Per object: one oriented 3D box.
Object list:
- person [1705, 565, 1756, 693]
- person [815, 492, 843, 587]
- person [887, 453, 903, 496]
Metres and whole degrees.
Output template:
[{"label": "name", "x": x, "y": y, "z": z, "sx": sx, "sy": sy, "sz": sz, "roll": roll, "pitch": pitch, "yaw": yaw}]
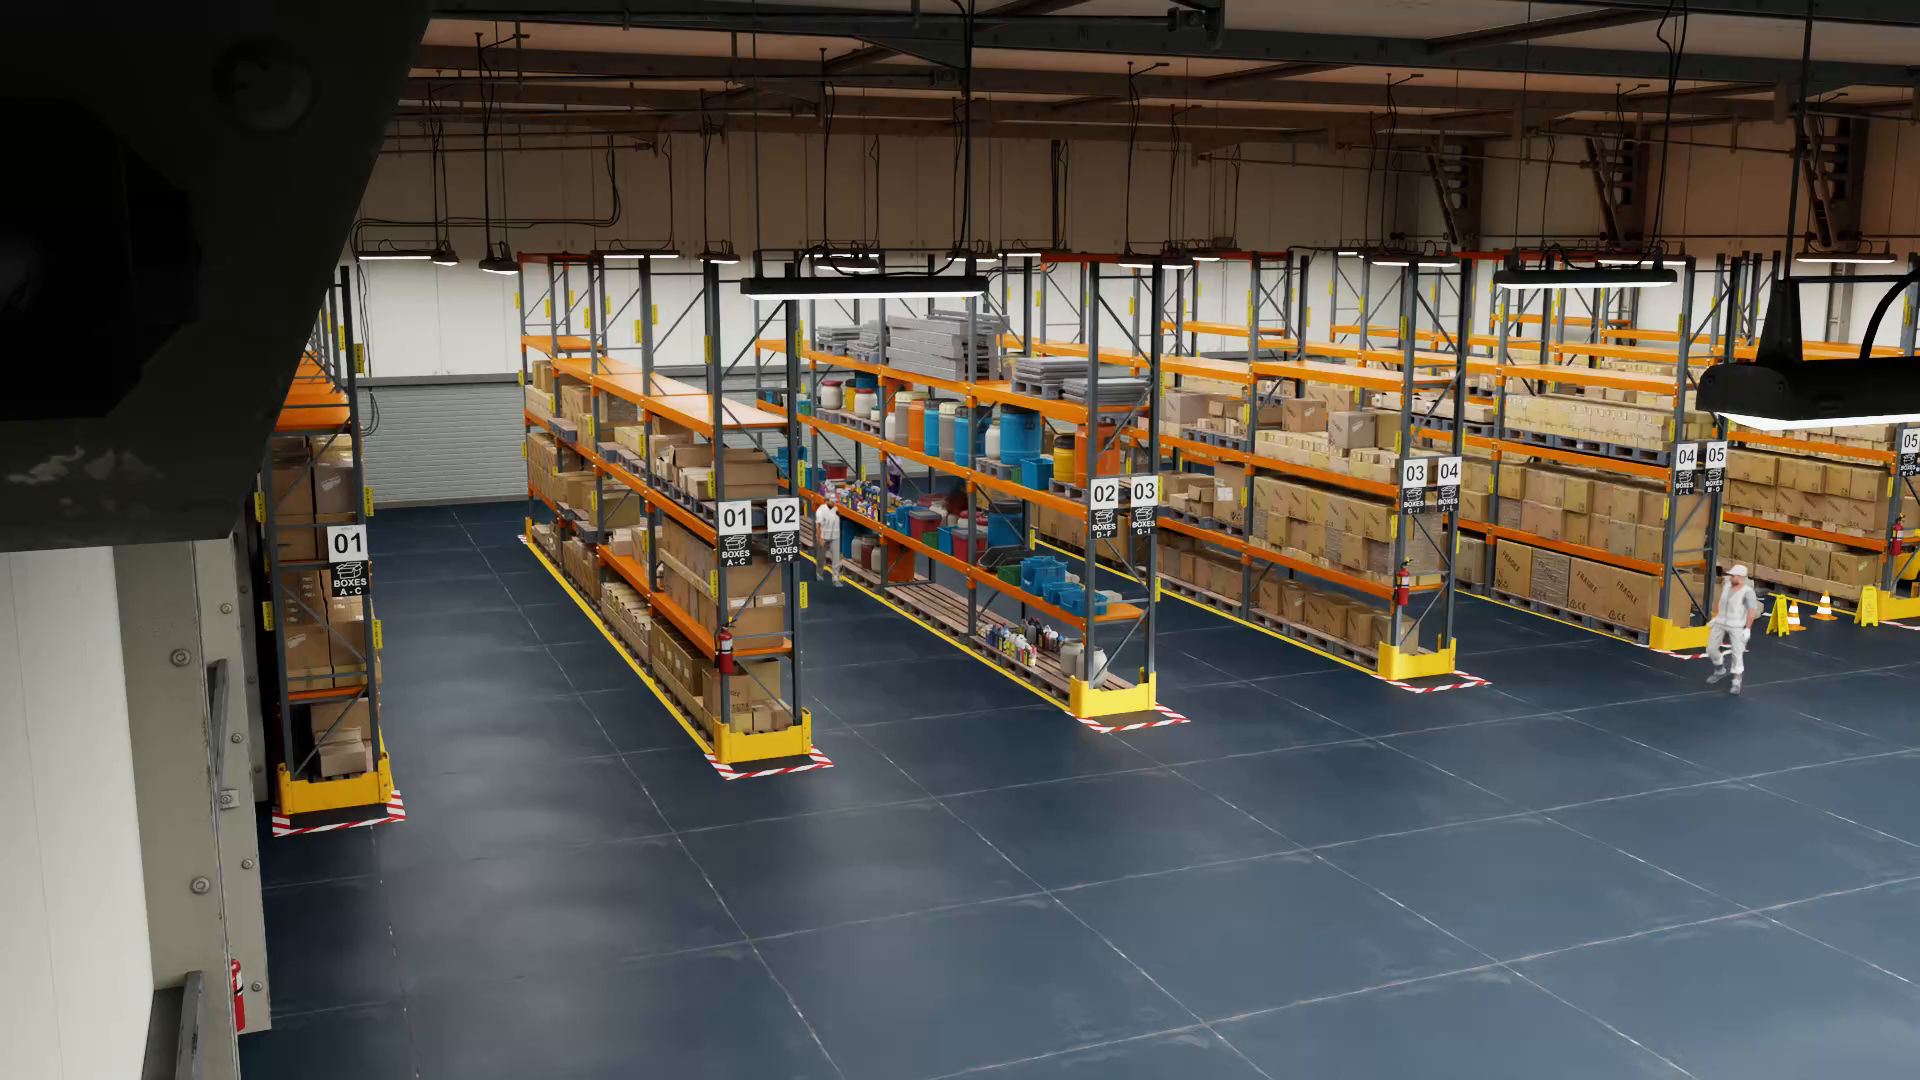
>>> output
[{"label": "person", "x": 10.812, "y": 1.220, "z": 23.345, "sx": 0.502, "sy": 1.789, "sz": 0.624, "roll": -9, "pitch": 14, "yaw": -42}, {"label": "person", "x": -2.305, "y": -0.032, "z": 29.081, "sx": 0.492, "sy": 1.616, "sz": 0.921, "roll": -4, "pitch": 11, "yaw": -19}, {"label": "person", "x": -1.506, "y": -1.343, "z": 37.834, "sx": 0.376, "sy": 1.663, "sz": 0.501, "roll": 6, "pitch": 12, "yaw": 32}]
